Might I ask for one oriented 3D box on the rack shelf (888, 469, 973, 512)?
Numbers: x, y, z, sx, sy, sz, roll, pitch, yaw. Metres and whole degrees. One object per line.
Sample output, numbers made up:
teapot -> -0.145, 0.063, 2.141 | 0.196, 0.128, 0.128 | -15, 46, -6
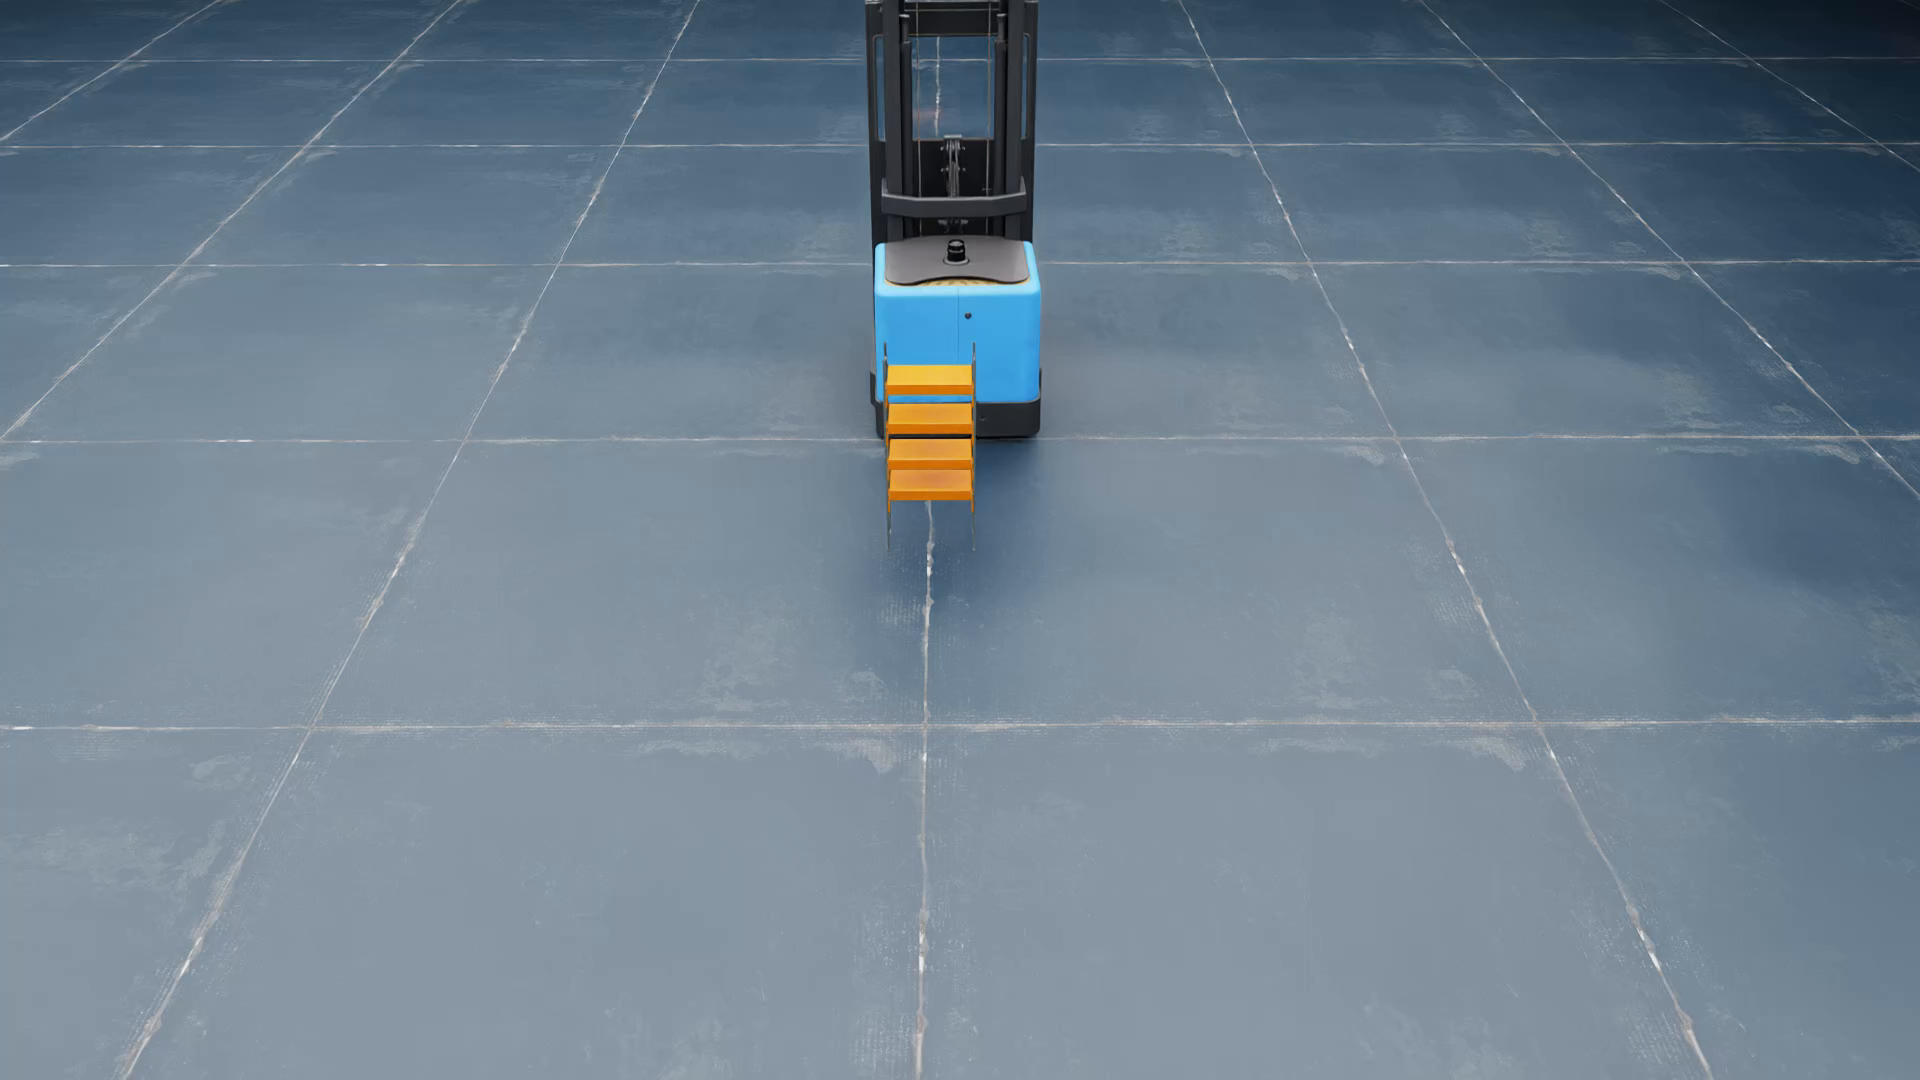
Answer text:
rack shelf -> -0.166, -0.285, 9.465 | 0.480, 0.148, 0.258 | 0, 31, 0

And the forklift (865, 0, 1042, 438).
forklift -> -0.063, -2.630, 11.149 | 1.130, 2.935, 3.031 | -1, 31, -2

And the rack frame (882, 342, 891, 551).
rack frame -> -0.410, -0.512, 9.326 | 0.015, 1.200, 0.240 | 0, 31, 0

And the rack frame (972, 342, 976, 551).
rack frame -> 0.078, -0.513, 9.328 | 0.015, 1.200, 0.240 | 0, 31, 0

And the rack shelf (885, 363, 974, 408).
rack shelf -> -0.166, -0.848, 9.123 | 0.480, 0.148, 0.258 | 0, 31, 0

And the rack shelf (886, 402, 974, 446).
rack shelf -> -0.166, -0.646, 9.246 | 0.480, 0.148, 0.258 | 0, 31, 0

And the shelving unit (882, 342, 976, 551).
shelving unit -> -0.166, -0.512, 9.327 | 0.503, 1.200, 0.258 | 0, 31, 0

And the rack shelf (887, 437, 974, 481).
rack shelf -> -0.166, -0.455, 9.362 | 0.480, 0.148, 0.258 | 0, 31, 0
